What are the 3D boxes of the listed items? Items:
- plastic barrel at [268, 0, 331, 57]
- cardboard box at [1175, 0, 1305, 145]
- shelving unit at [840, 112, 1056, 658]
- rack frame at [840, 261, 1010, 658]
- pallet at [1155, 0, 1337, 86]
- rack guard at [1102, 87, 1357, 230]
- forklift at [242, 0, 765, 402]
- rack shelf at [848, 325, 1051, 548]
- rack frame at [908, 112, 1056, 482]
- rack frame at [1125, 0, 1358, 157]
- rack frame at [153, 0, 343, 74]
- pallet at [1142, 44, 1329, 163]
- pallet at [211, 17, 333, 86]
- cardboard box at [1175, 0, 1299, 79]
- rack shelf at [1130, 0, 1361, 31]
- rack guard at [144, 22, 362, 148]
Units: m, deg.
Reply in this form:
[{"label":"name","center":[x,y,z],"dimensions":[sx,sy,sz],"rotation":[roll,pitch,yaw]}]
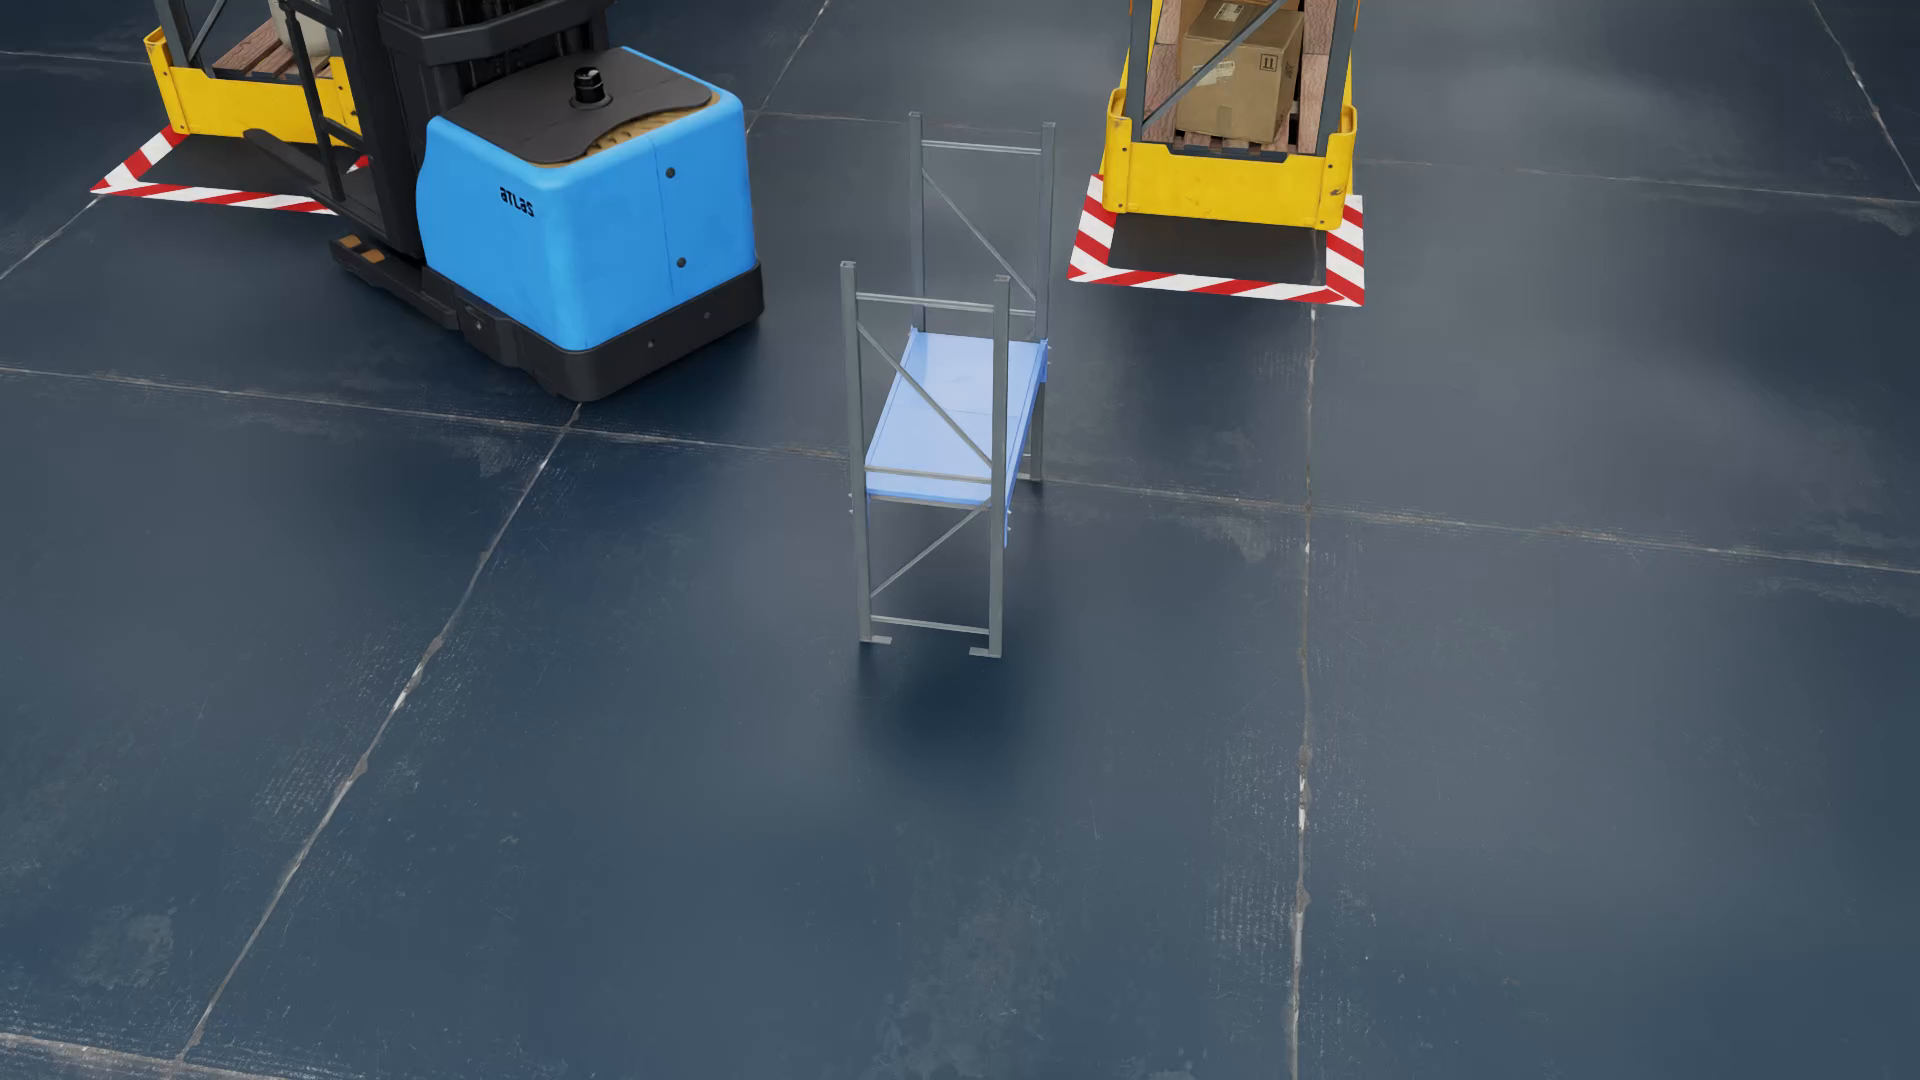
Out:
[{"label":"plastic barrel","center":[-3.553,-2.947,9.084],"dimensions":[0.421,0.512,0.421],"rotation":[0,40,0]},{"label":"cardboard box","center":[1.411,-2.365,8.389],"dimensions":[0.500,0.500,0.500],"rotation":[14,41,16]},{"label":"shelving unit","center":[-0.015,-0.524,5.707],"dimensions":[0.538,1.500,1.048],"rotation":[6,40,8]},{"label":"rack frame","center":[-0.103,-0.205,5.321],"dimensions":[0.500,1.500,0.032],"rotation":[6,40,8]},{"label":"pallet","center":[1.688,-3.019,9.736],"dimensions":[1.003,0.211,1.213],"rotation":[6,40,8]},{"label":"rack guard","center":[1.300,-1.861,8.109],"dimensions":[1.175,0.500,0.348],"rotation":[6,40,8]},{"label":"forklift","center":[-2.288,-2.514,6.991],"dimensions":[3.031,2.935,1.130],"rotation":[31,48,32]},{"label":"rack shelf","center":[-0.015,-0.386,5.822],"dimensions":[0.538,0.185,1.000],"rotation":[6,40,8]},{"label":"rack frame","center":[0.073,-0.844,6.093],"dimensions":[0.500,1.500,0.032],"rotation":[6,40,8]},{"label":"rack frame","center":[1.287,-2.777,7.255],"dimensions":[1.000,3.000,0.127],"rotation":[6,40,8]},{"label":"rack frame","center":[-3.592,-3.323,7.915],"dimensions":[1.000,3.000,0.127],"rotation":[6,40,8]},{"label":"pallet","center":[1.475,-2.256,8.813],"dimensions":[1.003,0.211,1.213],"rotation":[6,40,8]},{"label":"pallet","center":[-3.479,-2.810,9.484],"dimensions":[1.003,0.211,1.213],"rotation":[6,40,8]},{"label":"cardboard box","center":[1.481,-2.744,8.847],"dimensions":[0.500,0.500,0.500],"rotation":[17,42,19]},{"label":"rack shelf","center":[1.633,-3.755,9.002],"dimensions":[1.077,0.370,4.000],"rotation":[6,40,8]},{"label":"rack guard","center":[-3.625,-2.412,8.776],"dimensions":[1.175,0.500,0.348],"rotation":[6,40,8]}]
